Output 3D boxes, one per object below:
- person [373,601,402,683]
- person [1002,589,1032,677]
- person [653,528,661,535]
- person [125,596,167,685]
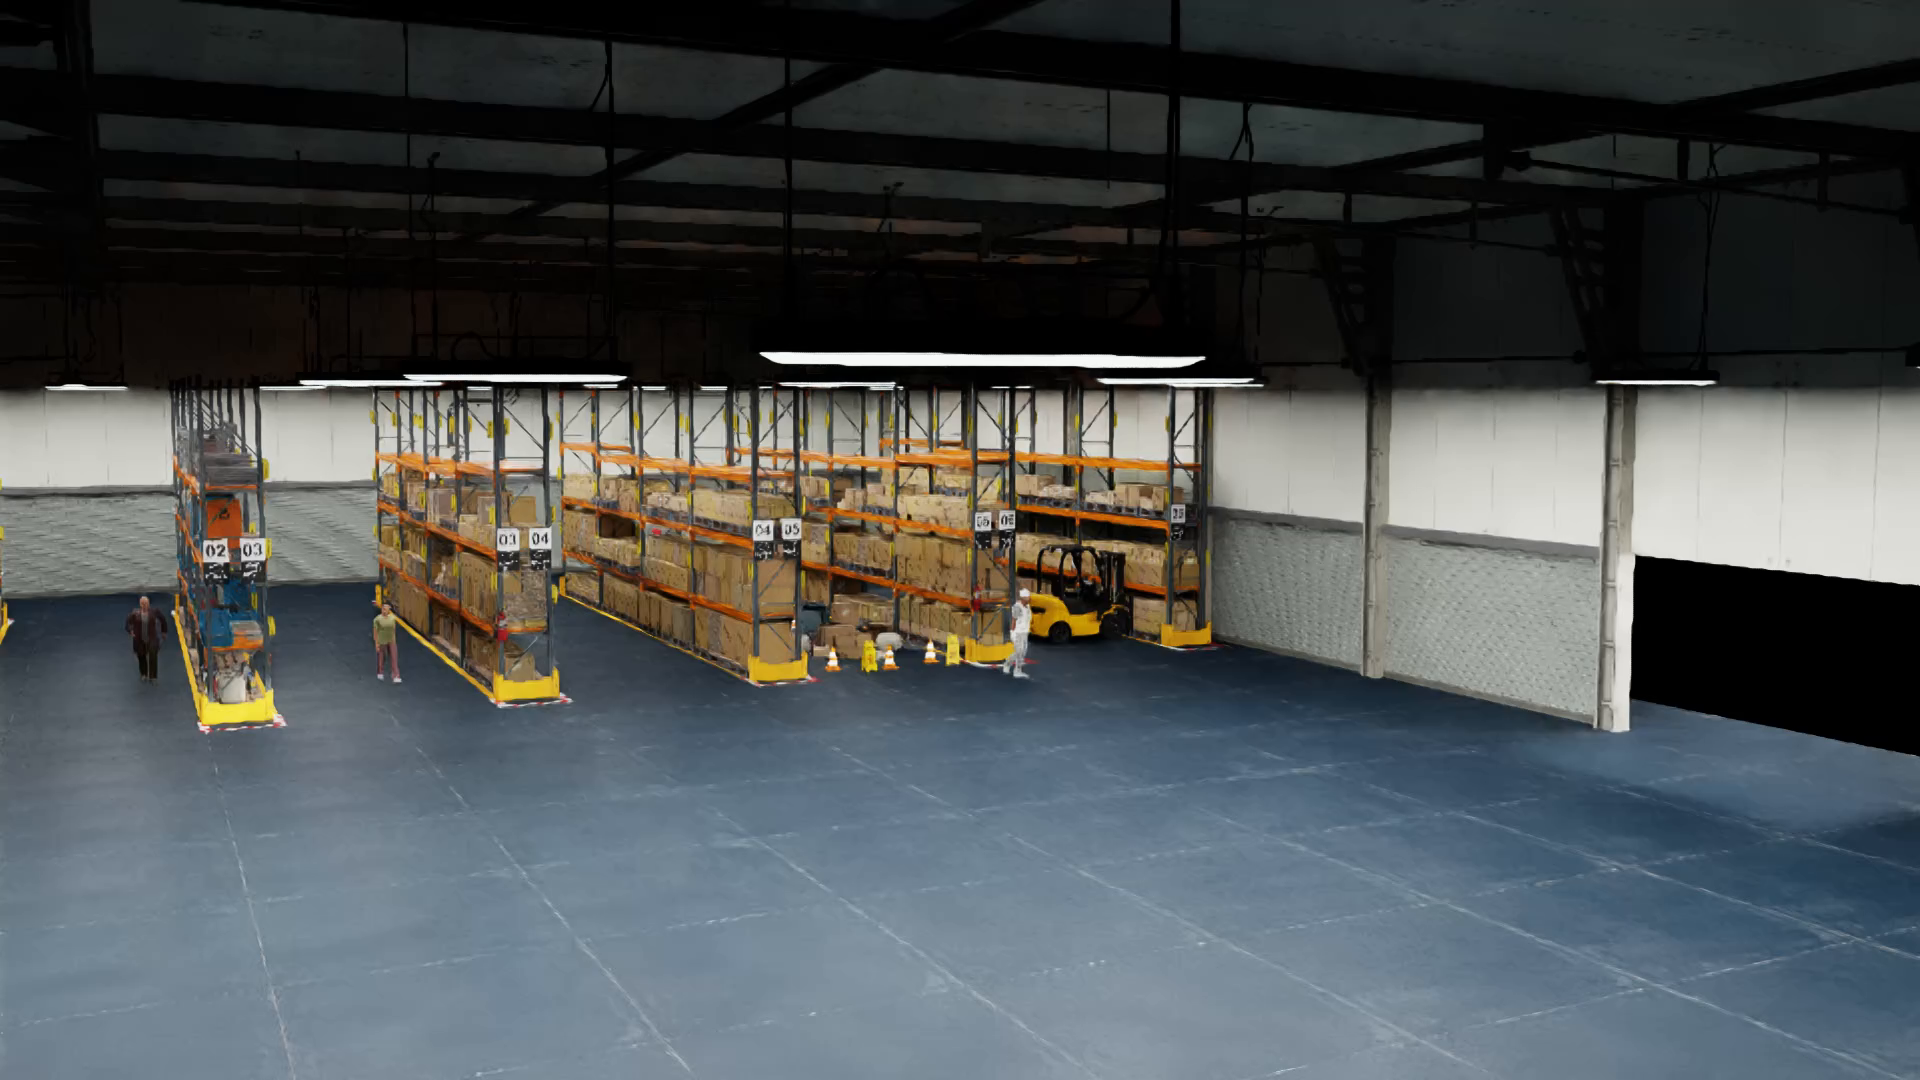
[{"bbox_3d":[-11.322,1.994,32.772,0.451,1.586,1.099,-3,6,-29],"label":"person"},{"bbox_3d":[1.160,1.871,33.443,0.570,1.775,0.603,3,6,28],"label":"person"},{"bbox_3d":[-8.758,0.532,48.227,0.397,1.789,0.653,-2,6,-23],"label":"person"},{"bbox_3d":[-16.029,1.953,32.752,0.736,1.717,0.903,-2,5,-22],"label":"person"}]
